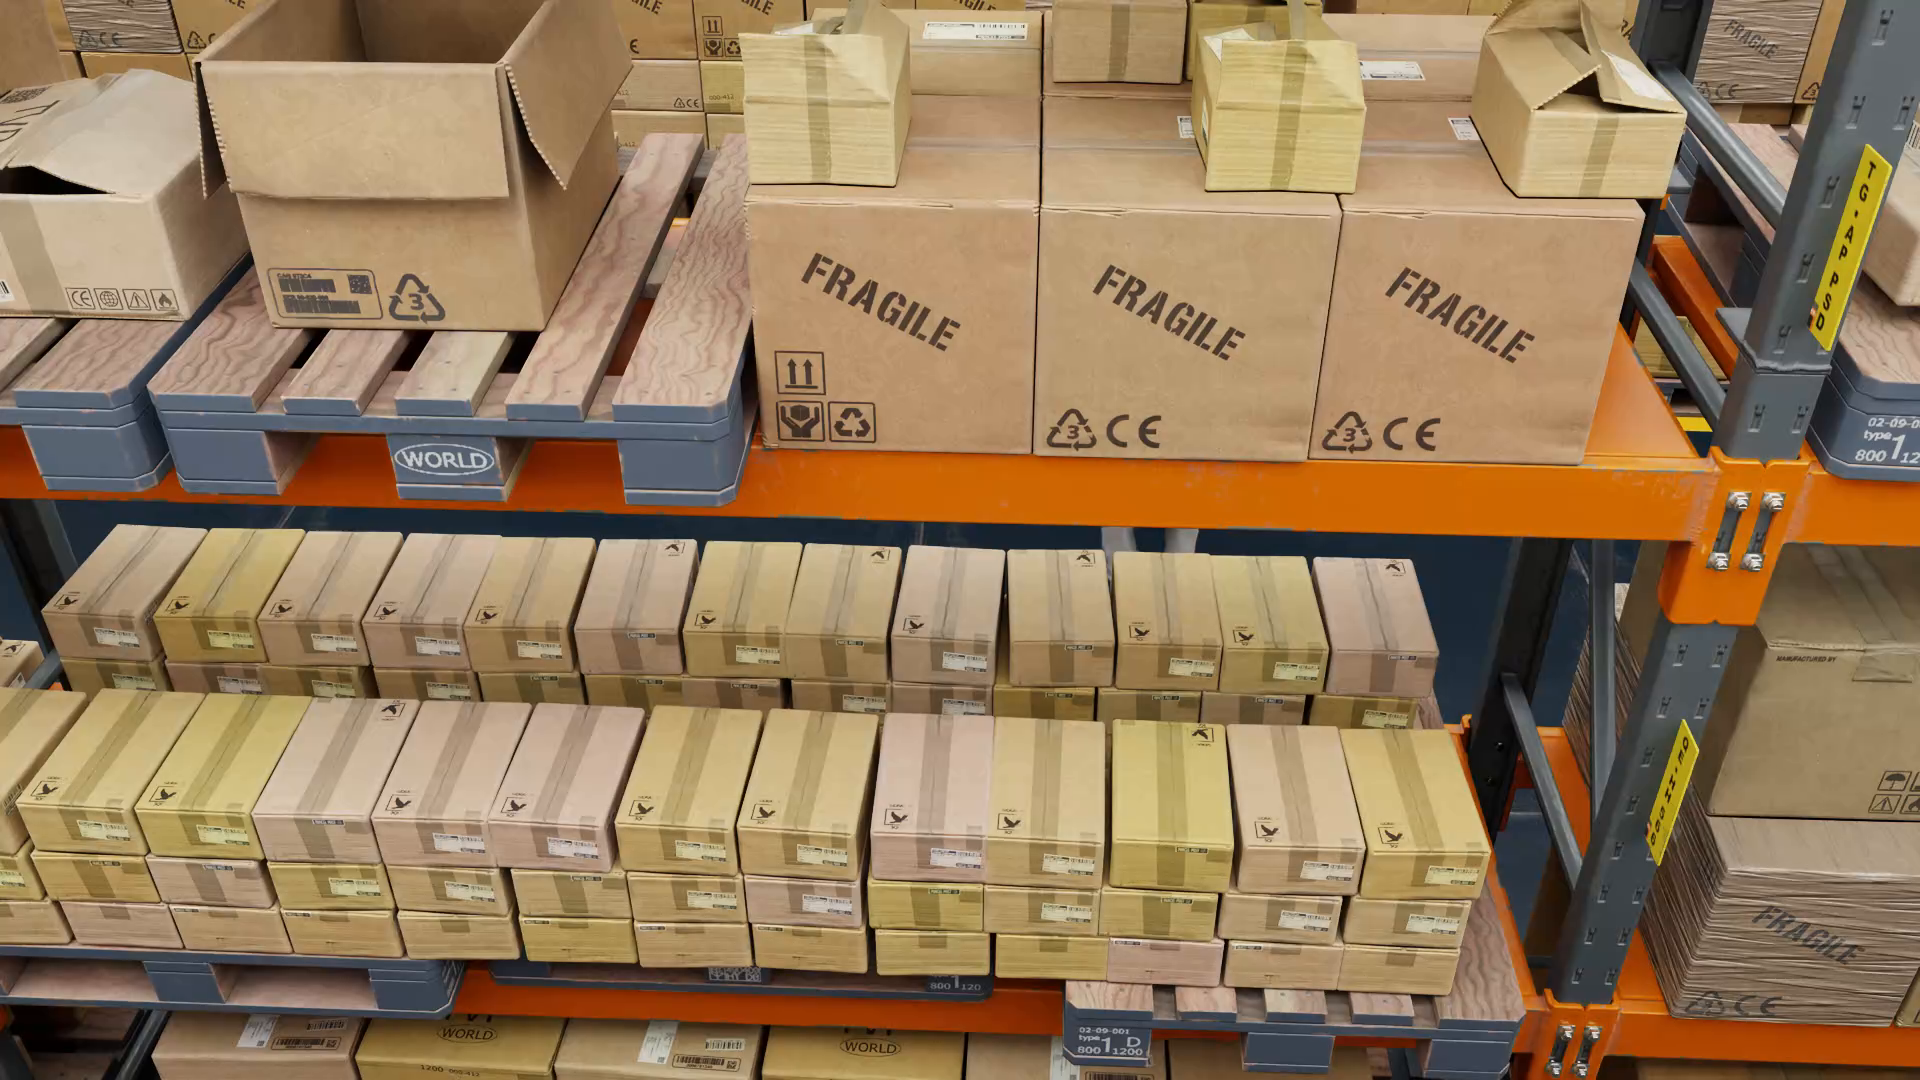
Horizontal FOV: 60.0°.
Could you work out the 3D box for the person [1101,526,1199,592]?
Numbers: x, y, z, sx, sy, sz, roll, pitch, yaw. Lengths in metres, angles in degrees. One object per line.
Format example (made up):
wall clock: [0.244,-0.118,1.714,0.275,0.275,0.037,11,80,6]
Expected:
person: [0.802,-0.455,7.005,0.624,1.552,0.612,2,35,2]
